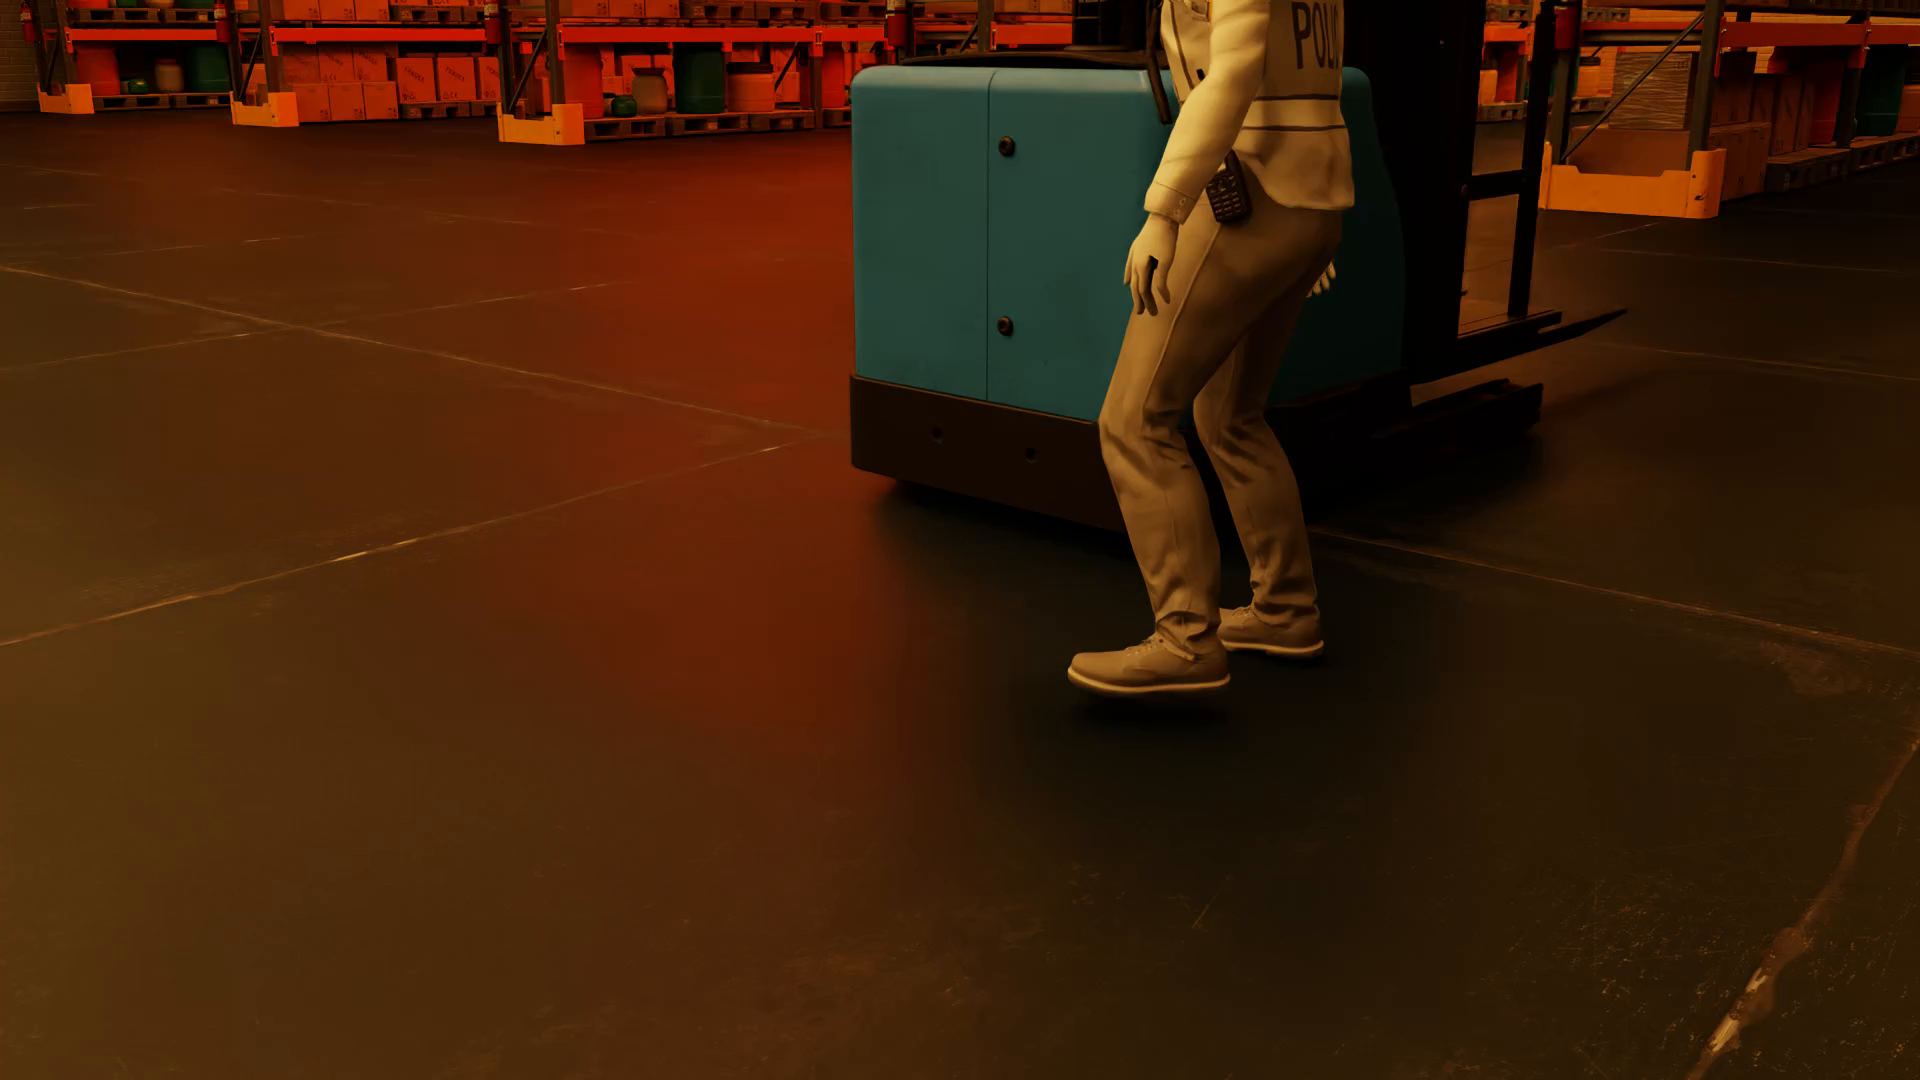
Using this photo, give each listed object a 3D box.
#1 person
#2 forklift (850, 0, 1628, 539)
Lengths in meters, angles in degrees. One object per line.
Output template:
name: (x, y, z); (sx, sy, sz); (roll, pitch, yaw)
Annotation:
person: (0.489, -0.548, 2.934); (0.380, 1.640, 0.696); (7, 18, 23)
forklift: (1.086, -1.753, 4.670); (1.130, 2.935, 3.031); (15, 22, 41)
